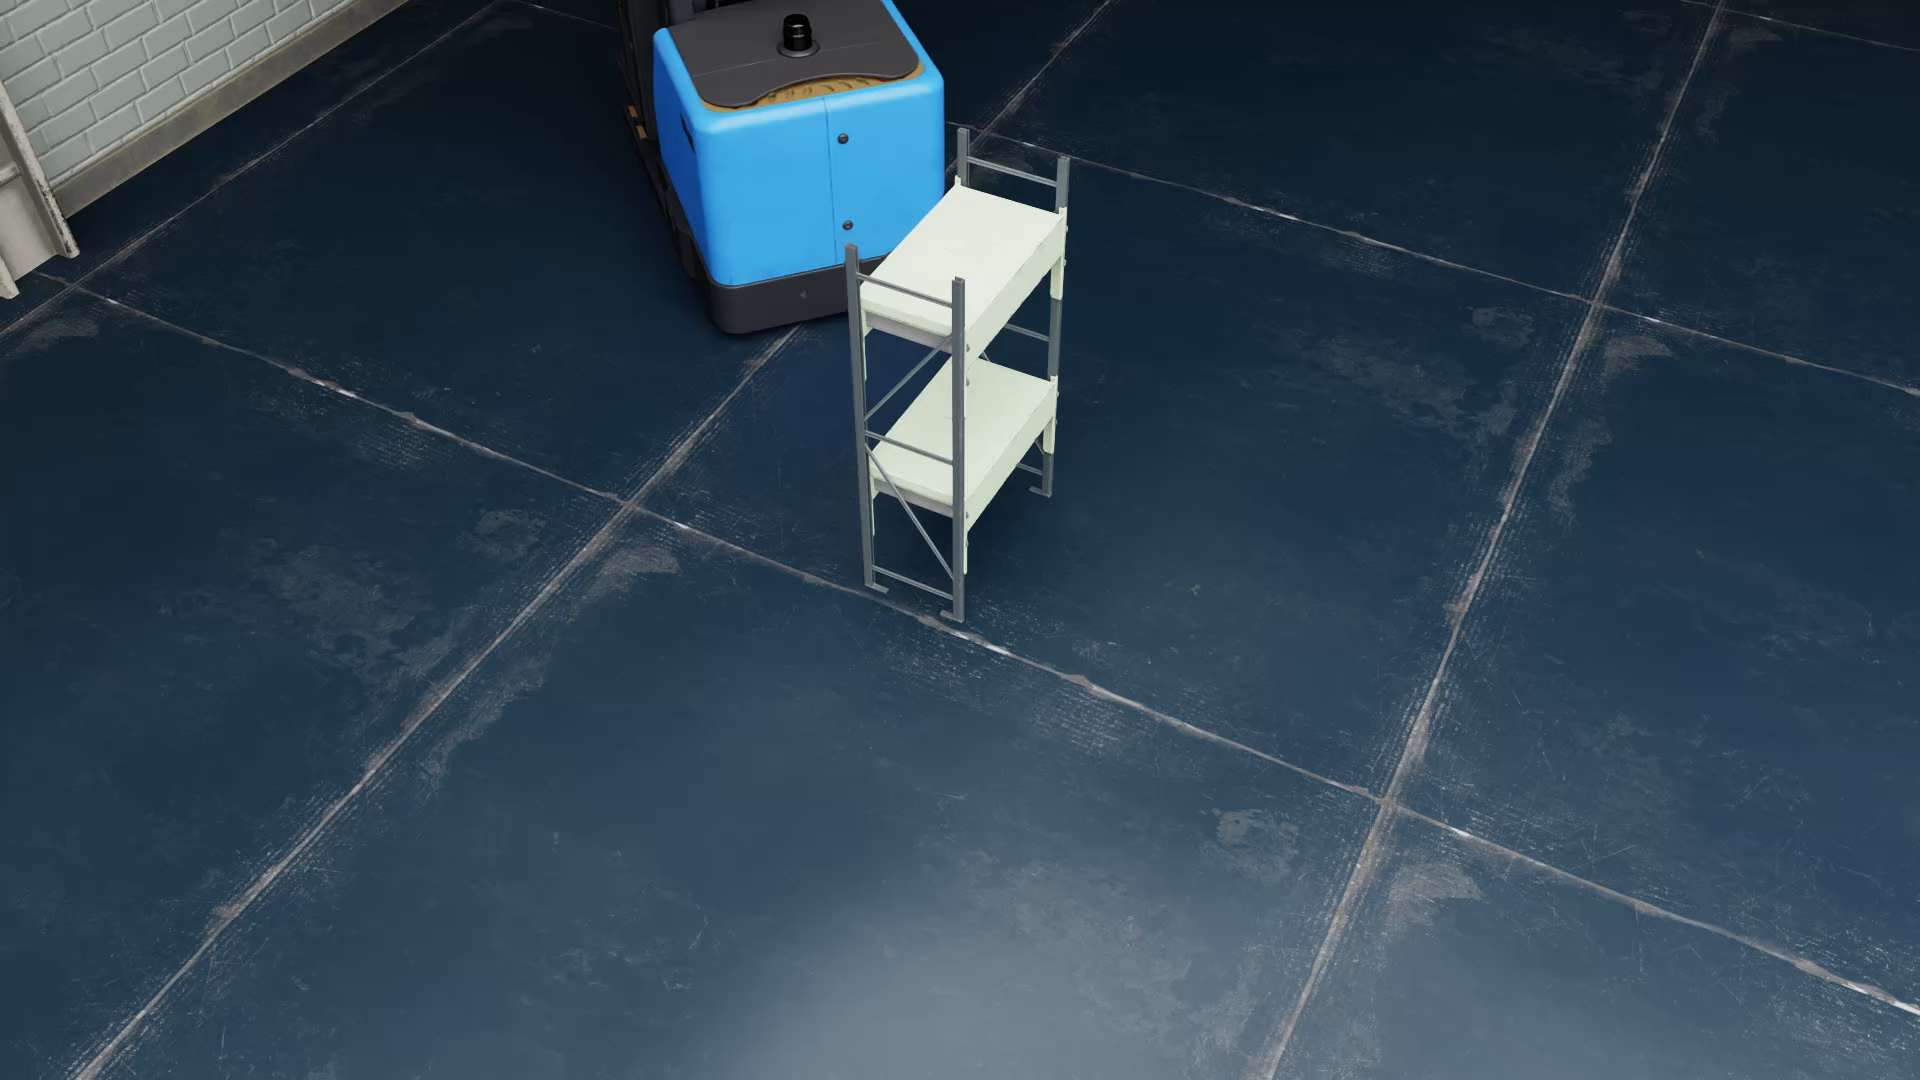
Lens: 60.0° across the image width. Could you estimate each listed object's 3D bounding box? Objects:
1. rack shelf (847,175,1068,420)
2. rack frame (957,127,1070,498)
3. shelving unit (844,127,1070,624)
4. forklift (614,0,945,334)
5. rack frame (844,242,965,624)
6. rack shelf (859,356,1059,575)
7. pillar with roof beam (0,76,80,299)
[{"bbox_3d":[0.003,-0.806,5.443,0.431,0.370,0.720,20,49,19],"label":"rack shelf"},{"bbox_3d":[0.173,-0.762,5.949,0.400,1.500,0.023,20,49,19],"label":"rack frame"},{"bbox_3d":[0.003,-0.531,5.721,0.431,1.500,0.755,20,49,19],"label":"shelving unit"},{"bbox_3d":[-1.019,-2.966,7.120,1.130,2.935,3.031,-14,47,-14],"label":"forklift"},{"bbox_3d":[-0.167,-0.301,5.493,0.400,1.500,0.023,20,49,19],"label":"rack frame"},{"bbox_3d":[0.003,-0.302,5.953,0.431,0.370,0.720,20,49,19],"label":"rack shelf"},{"bbox_3d":[-0.399,-2.973,2.861,9.100,9.000,0.400,20,49,19],"label":"pillar with roof beam"}]
